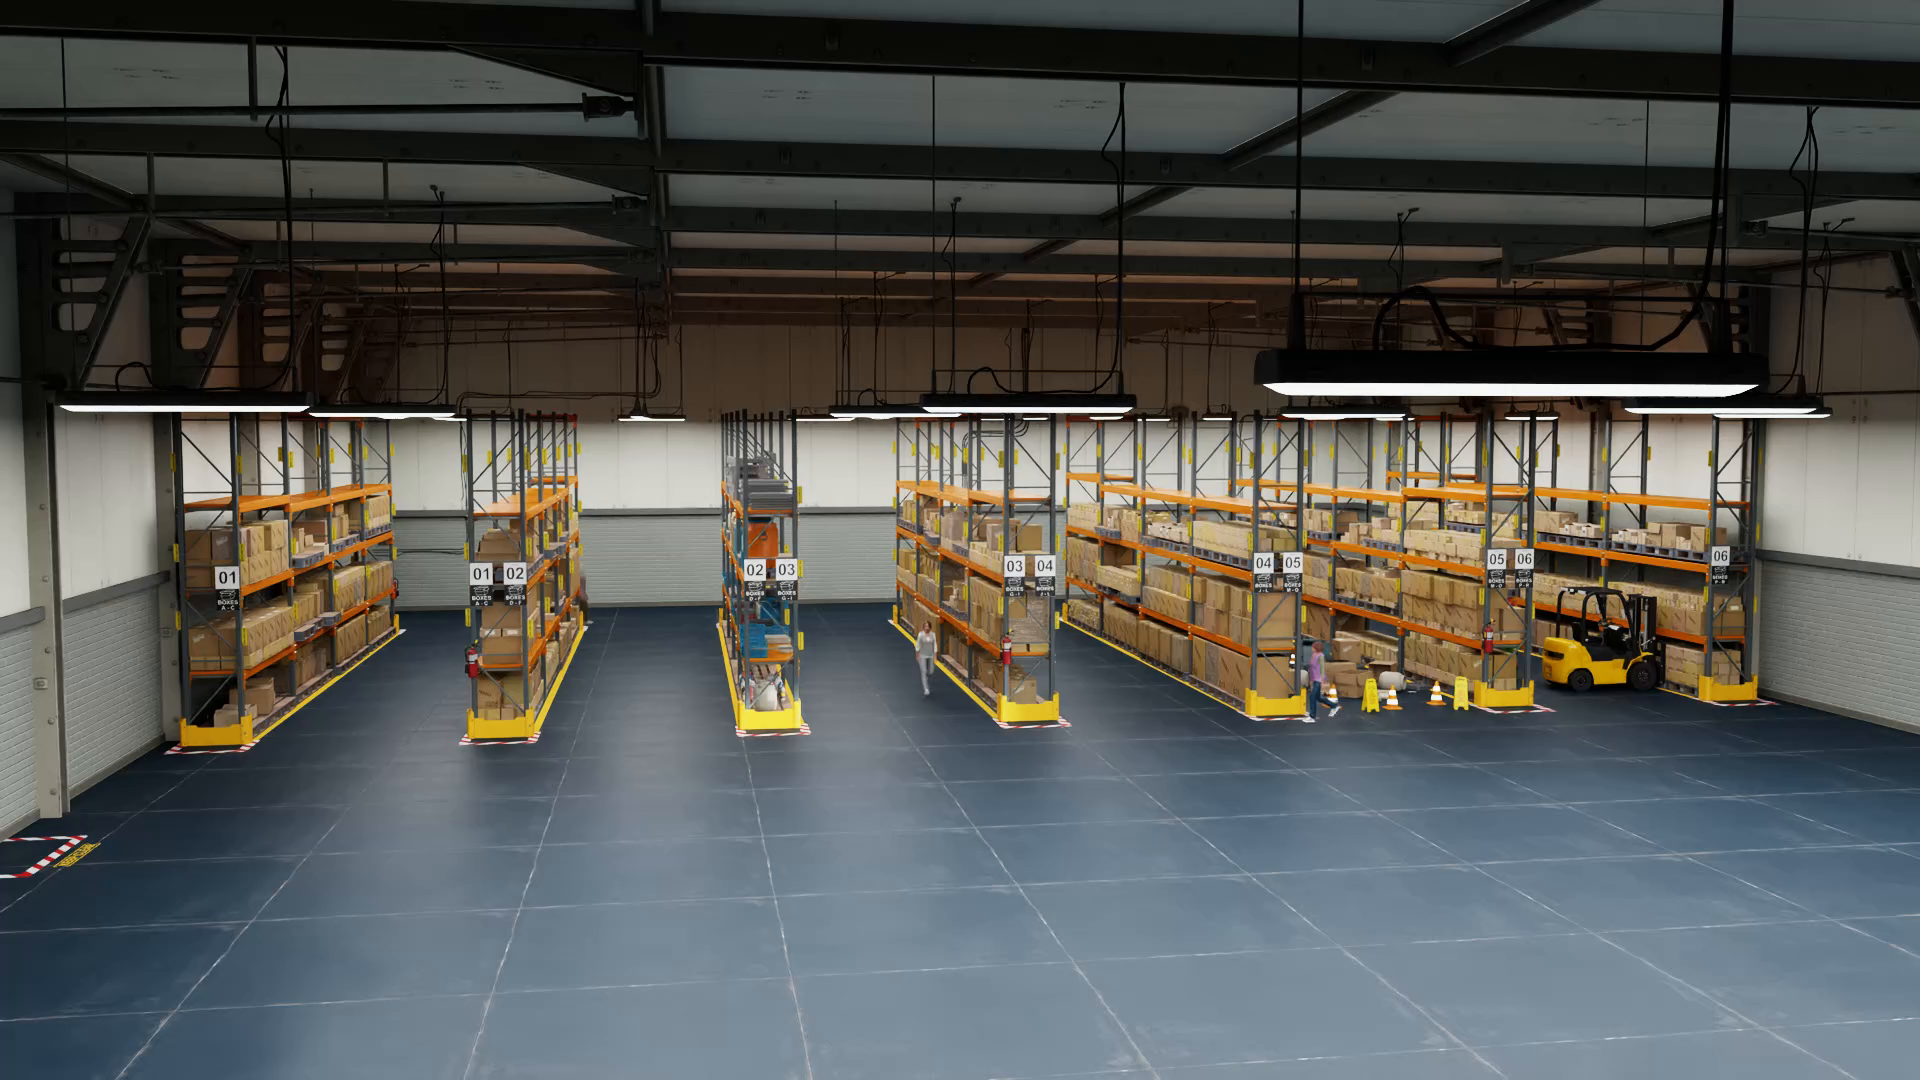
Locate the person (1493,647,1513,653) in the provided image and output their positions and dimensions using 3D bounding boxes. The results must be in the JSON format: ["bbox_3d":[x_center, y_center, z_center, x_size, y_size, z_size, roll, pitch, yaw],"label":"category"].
[{"bbox_3d":[12.442,2.239,38.036,0.625,1.678,0.762,-1,4,-9],"label":"person"}]

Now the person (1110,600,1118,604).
[{"bbox_3d":[4.833,1.327,50.249,0.635,1.763,0.627,1,4,10],"label":"person"}]

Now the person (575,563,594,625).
[{"bbox_3d":[-10.872,1.527,47.354,0.833,1.757,0.545,-1,4,-12],"label":"person"}]

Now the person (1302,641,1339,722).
[{"bbox_3d":[6.931,2.701,31.898,0.819,1.563,0.431,-1,4,-14],"label":"person"}]

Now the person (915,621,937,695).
[{"bbox_3d":[-0.687,2.463,35.118,0.432,1.510,0.964,-2,4,-23],"label":"person"}]
